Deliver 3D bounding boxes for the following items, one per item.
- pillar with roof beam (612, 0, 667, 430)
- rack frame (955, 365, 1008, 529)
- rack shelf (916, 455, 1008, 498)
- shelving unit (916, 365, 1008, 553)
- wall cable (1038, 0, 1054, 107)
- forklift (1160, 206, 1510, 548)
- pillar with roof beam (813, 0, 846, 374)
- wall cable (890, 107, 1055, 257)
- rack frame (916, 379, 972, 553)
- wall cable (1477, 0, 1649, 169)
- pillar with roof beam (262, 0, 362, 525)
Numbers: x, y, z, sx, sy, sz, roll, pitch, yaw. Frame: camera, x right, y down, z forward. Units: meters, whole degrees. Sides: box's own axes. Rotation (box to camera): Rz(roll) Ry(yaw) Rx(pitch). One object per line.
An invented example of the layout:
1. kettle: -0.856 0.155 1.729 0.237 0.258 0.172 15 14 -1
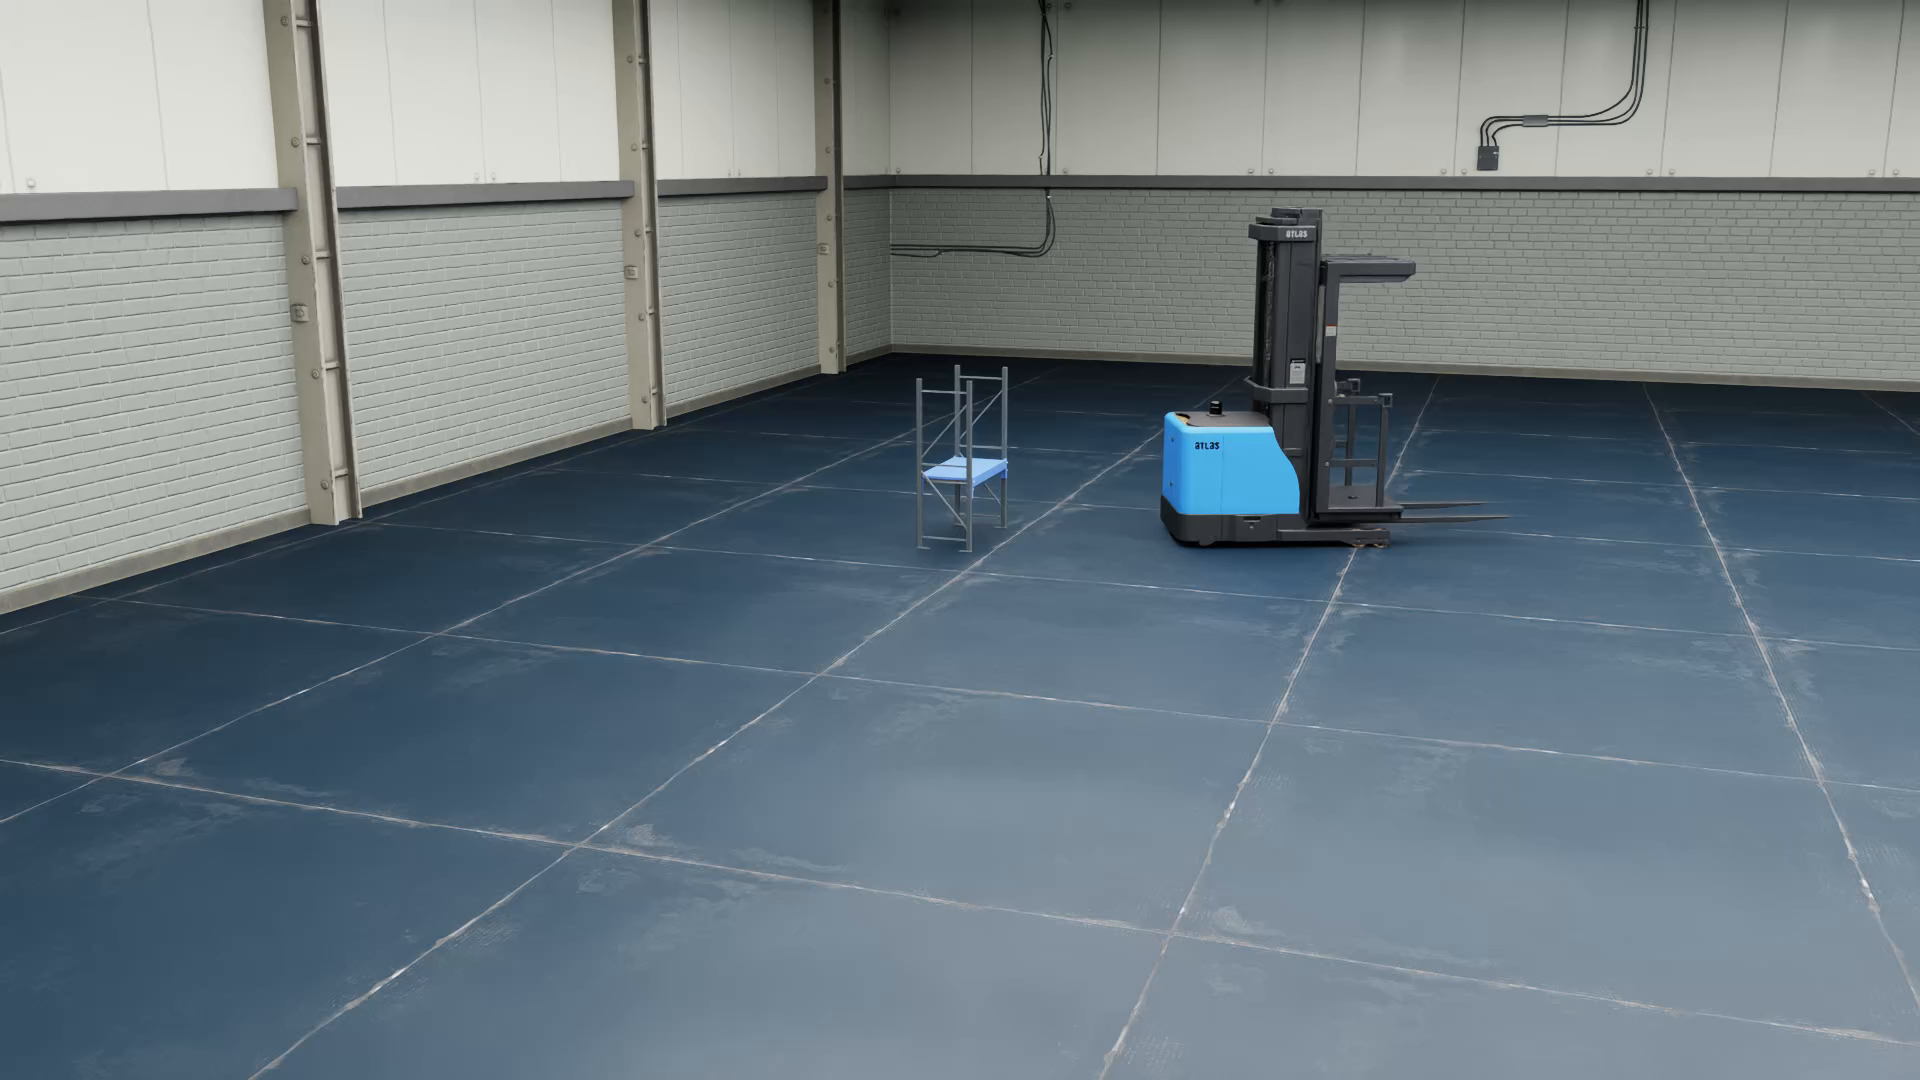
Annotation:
1. pillar with roof beam: 0.075 -5.531 18.999 9.100 9.000 0.400 4 14 18
2. rack frame: 0.192 -0.856 15.369 0.500 1.500 0.032 4 14 18
3. rack shelf: 0.028 -0.574 14.940 0.538 0.185 1.000 4 14 18
4. shelving unit: 0.028 -0.749 14.900 0.538 1.500 1.048 4 14 18
5. wall cable: 2.707 -8.383 27.123 3.097 2.526 0.112 4 14 18
6. forklift: 3.406 -1.479 14.879 3.031 2.935 1.130 -1 13 -3
7. pillar with roof beam: 2.016 -6.795 24.534 9.100 9.000 0.400 4 14 18
8. wall cable: 0.147 -6.116 28.538 3.097 2.526 0.112 4 14 18
9. rack frame: -0.137 -0.642 14.431 0.500 1.500 0.032 4 14 18
10. wall cable: 9.125 -8.601 24.805 2.305 6.003 0.169 4 14 18
11. pillar with roof beam: -1.866 -4.268 13.464 9.100 9.000 0.400 4 14 18
